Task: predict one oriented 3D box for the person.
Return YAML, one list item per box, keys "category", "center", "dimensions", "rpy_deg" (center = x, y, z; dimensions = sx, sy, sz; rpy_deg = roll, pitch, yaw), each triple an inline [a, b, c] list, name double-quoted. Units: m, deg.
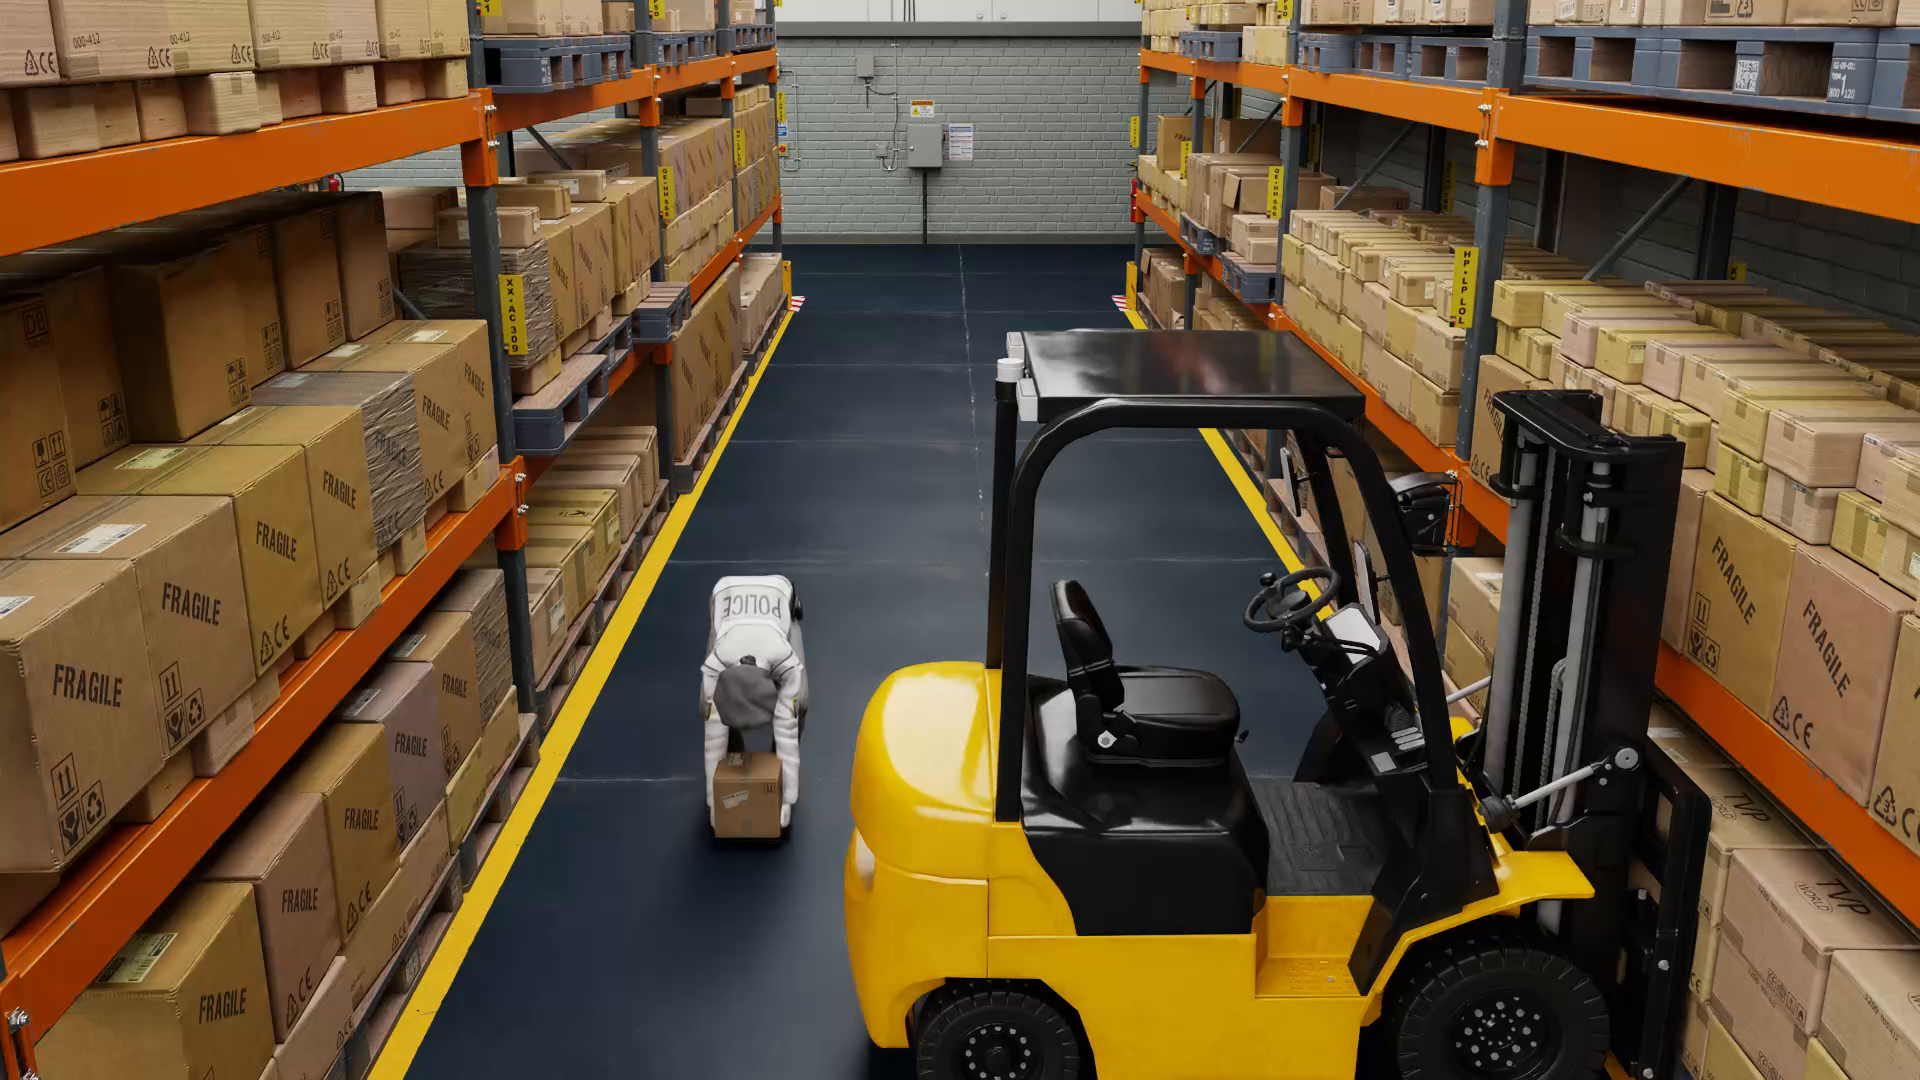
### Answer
- category: "person"
  center: [-0.836, 0.650, 6.735]
  dimensions: [0.445, 0.903, 0.879]
  rpy_deg: [-1, 17, -3]
